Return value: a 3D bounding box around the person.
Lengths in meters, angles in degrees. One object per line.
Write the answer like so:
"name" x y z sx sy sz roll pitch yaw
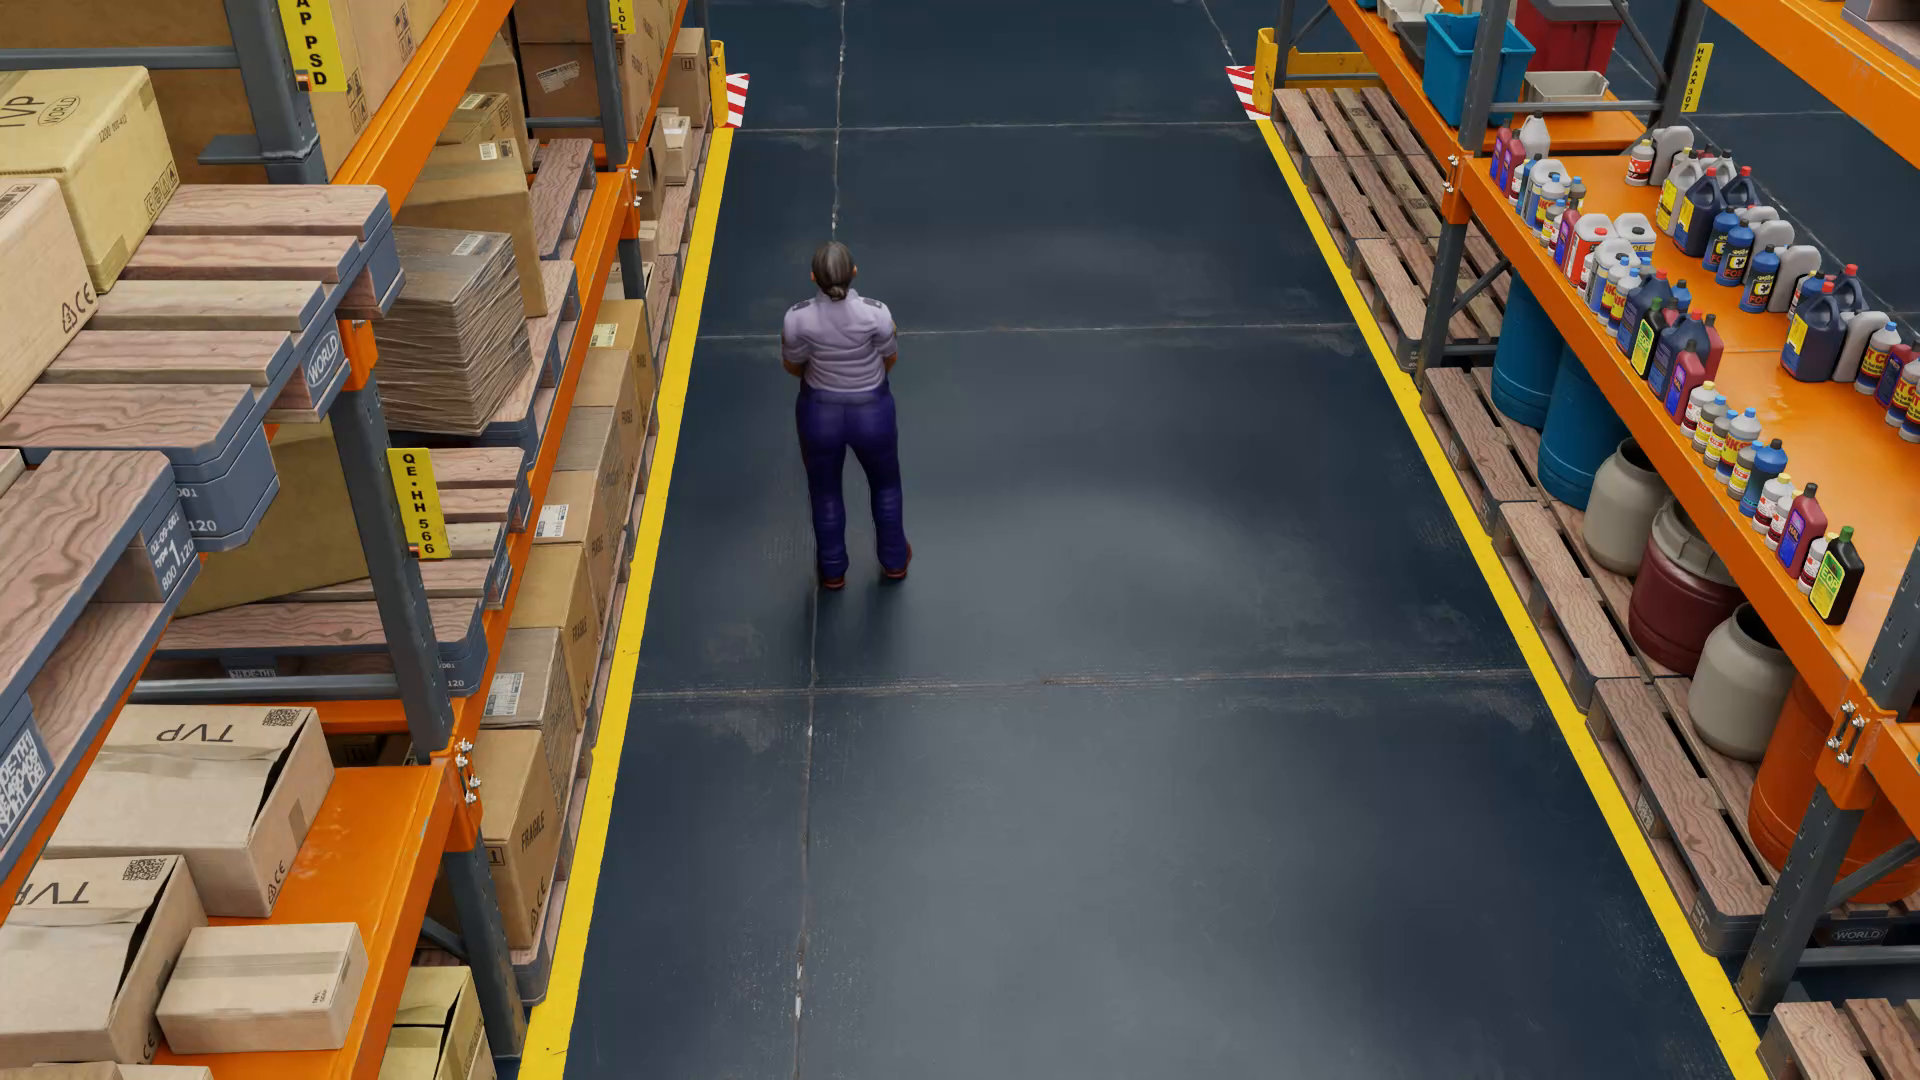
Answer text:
"person" -0.463 -0.535 6.916 0.507 1.639 0.471 -2 35 -2
